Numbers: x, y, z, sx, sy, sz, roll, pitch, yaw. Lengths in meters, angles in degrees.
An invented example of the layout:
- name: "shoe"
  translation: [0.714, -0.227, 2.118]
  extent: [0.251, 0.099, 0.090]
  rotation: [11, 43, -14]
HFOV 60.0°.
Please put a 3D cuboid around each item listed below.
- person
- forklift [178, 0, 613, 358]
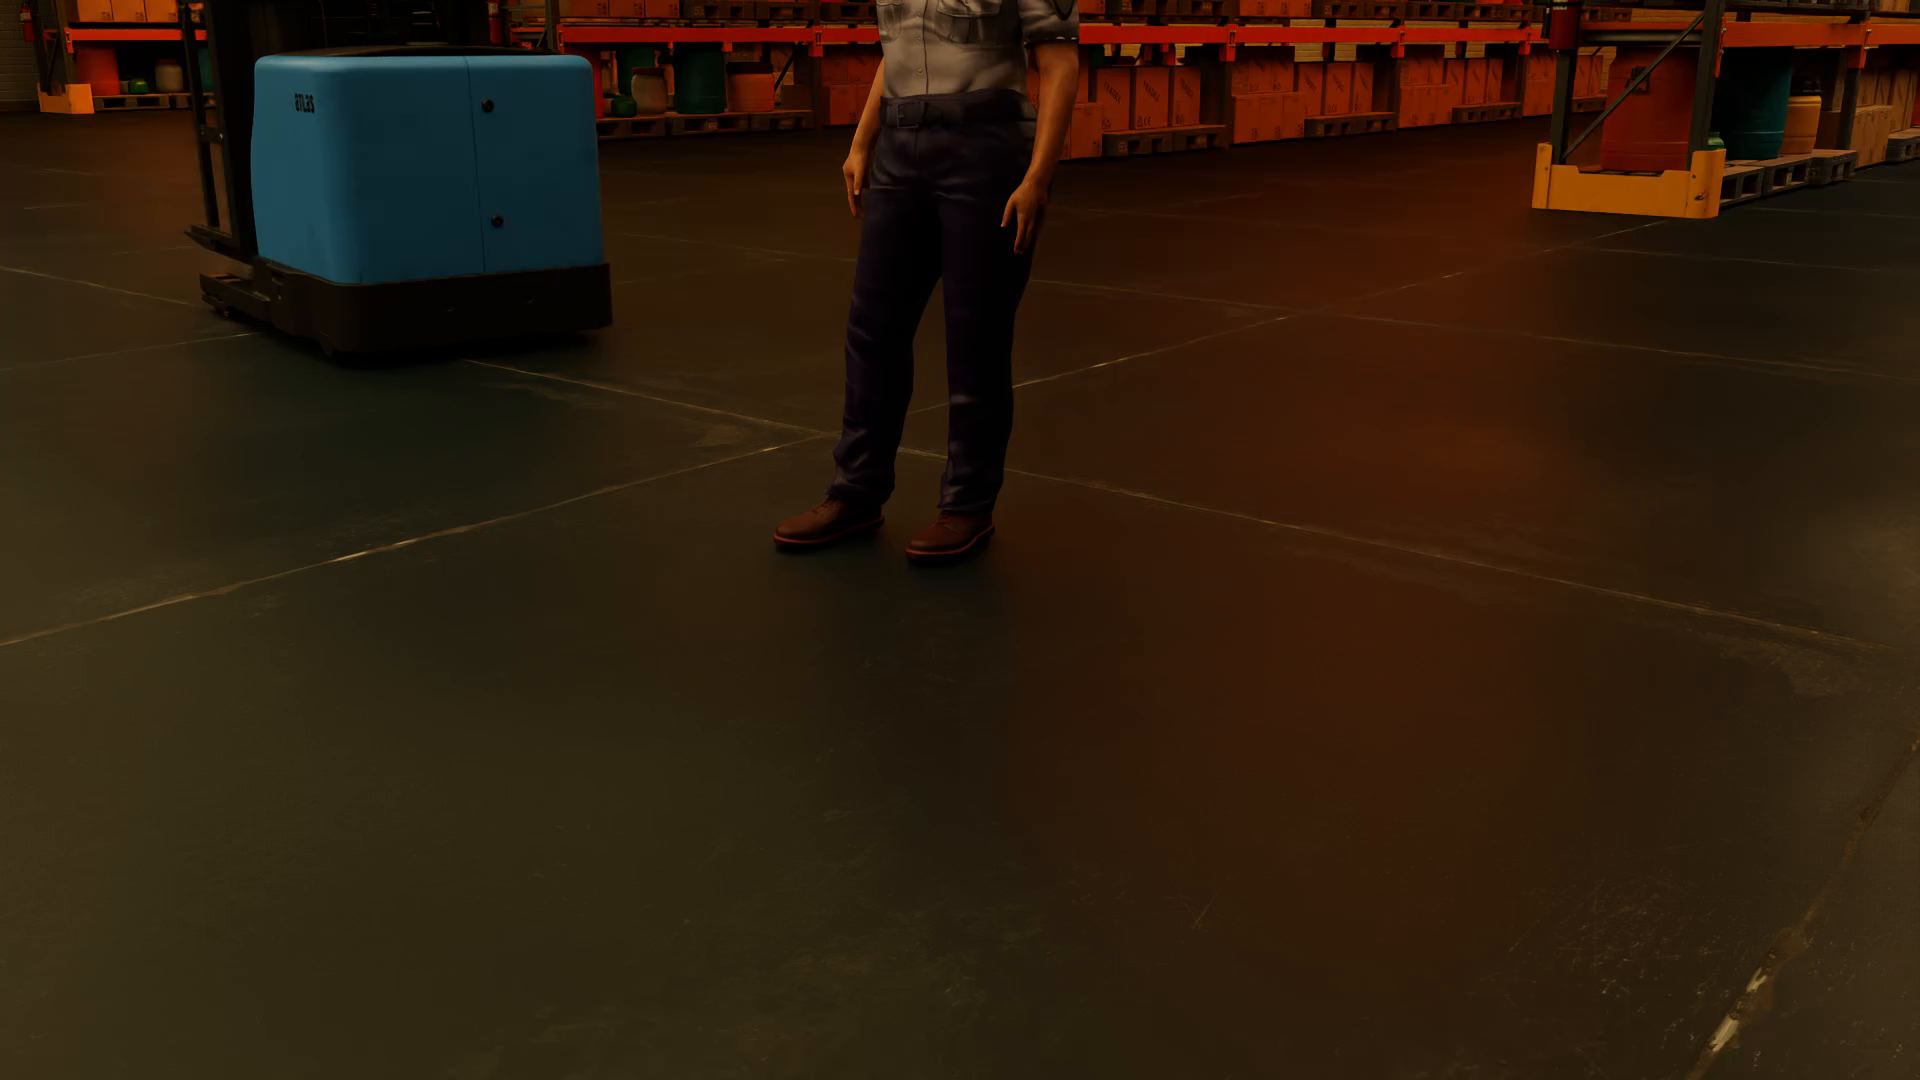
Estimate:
- name: "person"
  translation: [-0.075, -0.779, 3.648]
  extent: [0.598, 1.651, 0.502]
  rotation: [13, 21, 37]
- name: "forklift"
  translation: [-2.640, -2.424, 6.881]
  extent: [1.130, 2.935, 3.031]
  rotation: [-12, 21, -35]
